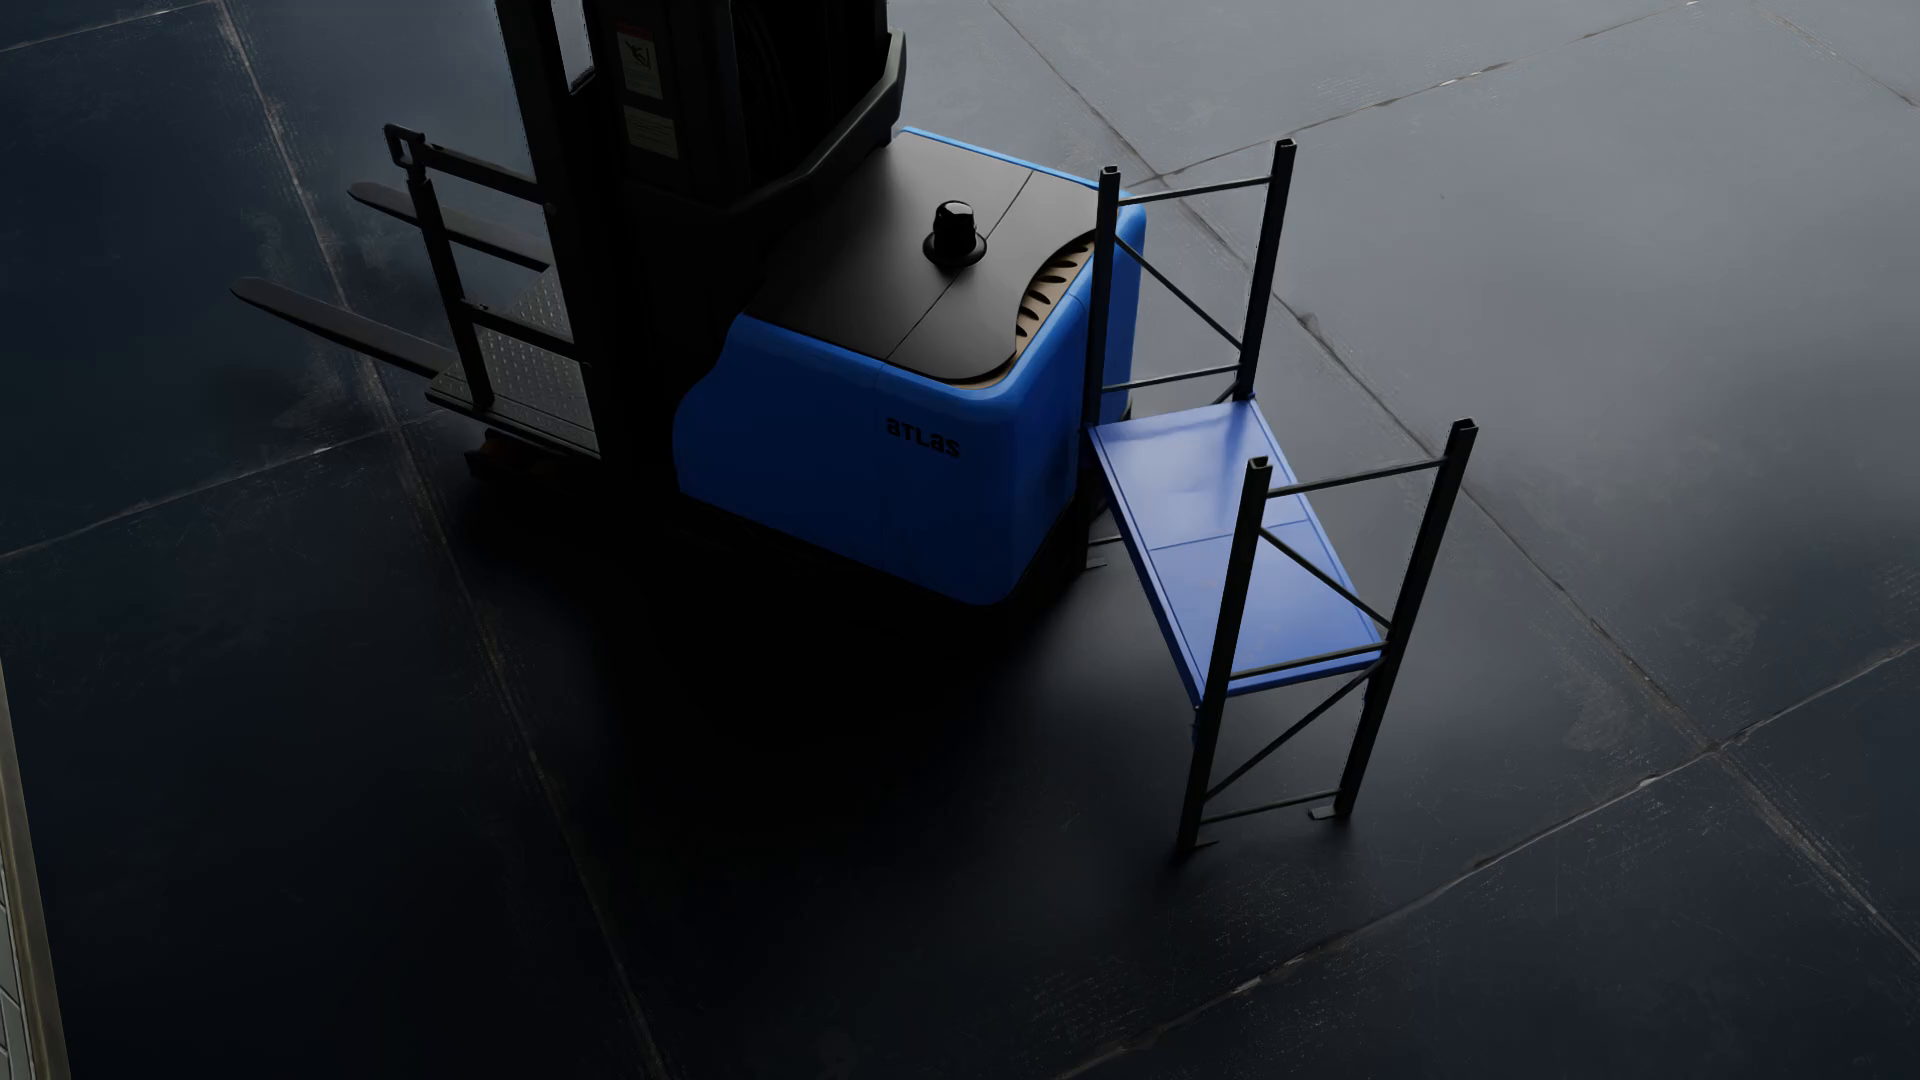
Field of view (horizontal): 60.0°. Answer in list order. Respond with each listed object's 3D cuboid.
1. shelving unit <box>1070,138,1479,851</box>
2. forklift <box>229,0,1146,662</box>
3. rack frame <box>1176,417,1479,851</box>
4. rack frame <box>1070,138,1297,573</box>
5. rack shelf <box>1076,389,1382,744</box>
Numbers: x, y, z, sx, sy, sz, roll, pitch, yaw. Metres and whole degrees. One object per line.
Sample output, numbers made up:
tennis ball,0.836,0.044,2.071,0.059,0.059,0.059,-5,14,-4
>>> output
shelving unit,0.712,-0.078,4.322,0.538,1.500,1.048,-11,50,-9
forklift,-1.012,-1.399,4.526,3.031,2.935,1.130,21,52,17
rack frame,0.836,0.293,3.997,0.500,1.500,0.032,-11,50,-9
rack frame,0.588,-0.449,4.647,0.500,1.500,0.032,-11,50,-9
rack shelf,0.712,0.040,4.457,0.538,0.185,1.000,-11,50,-9
